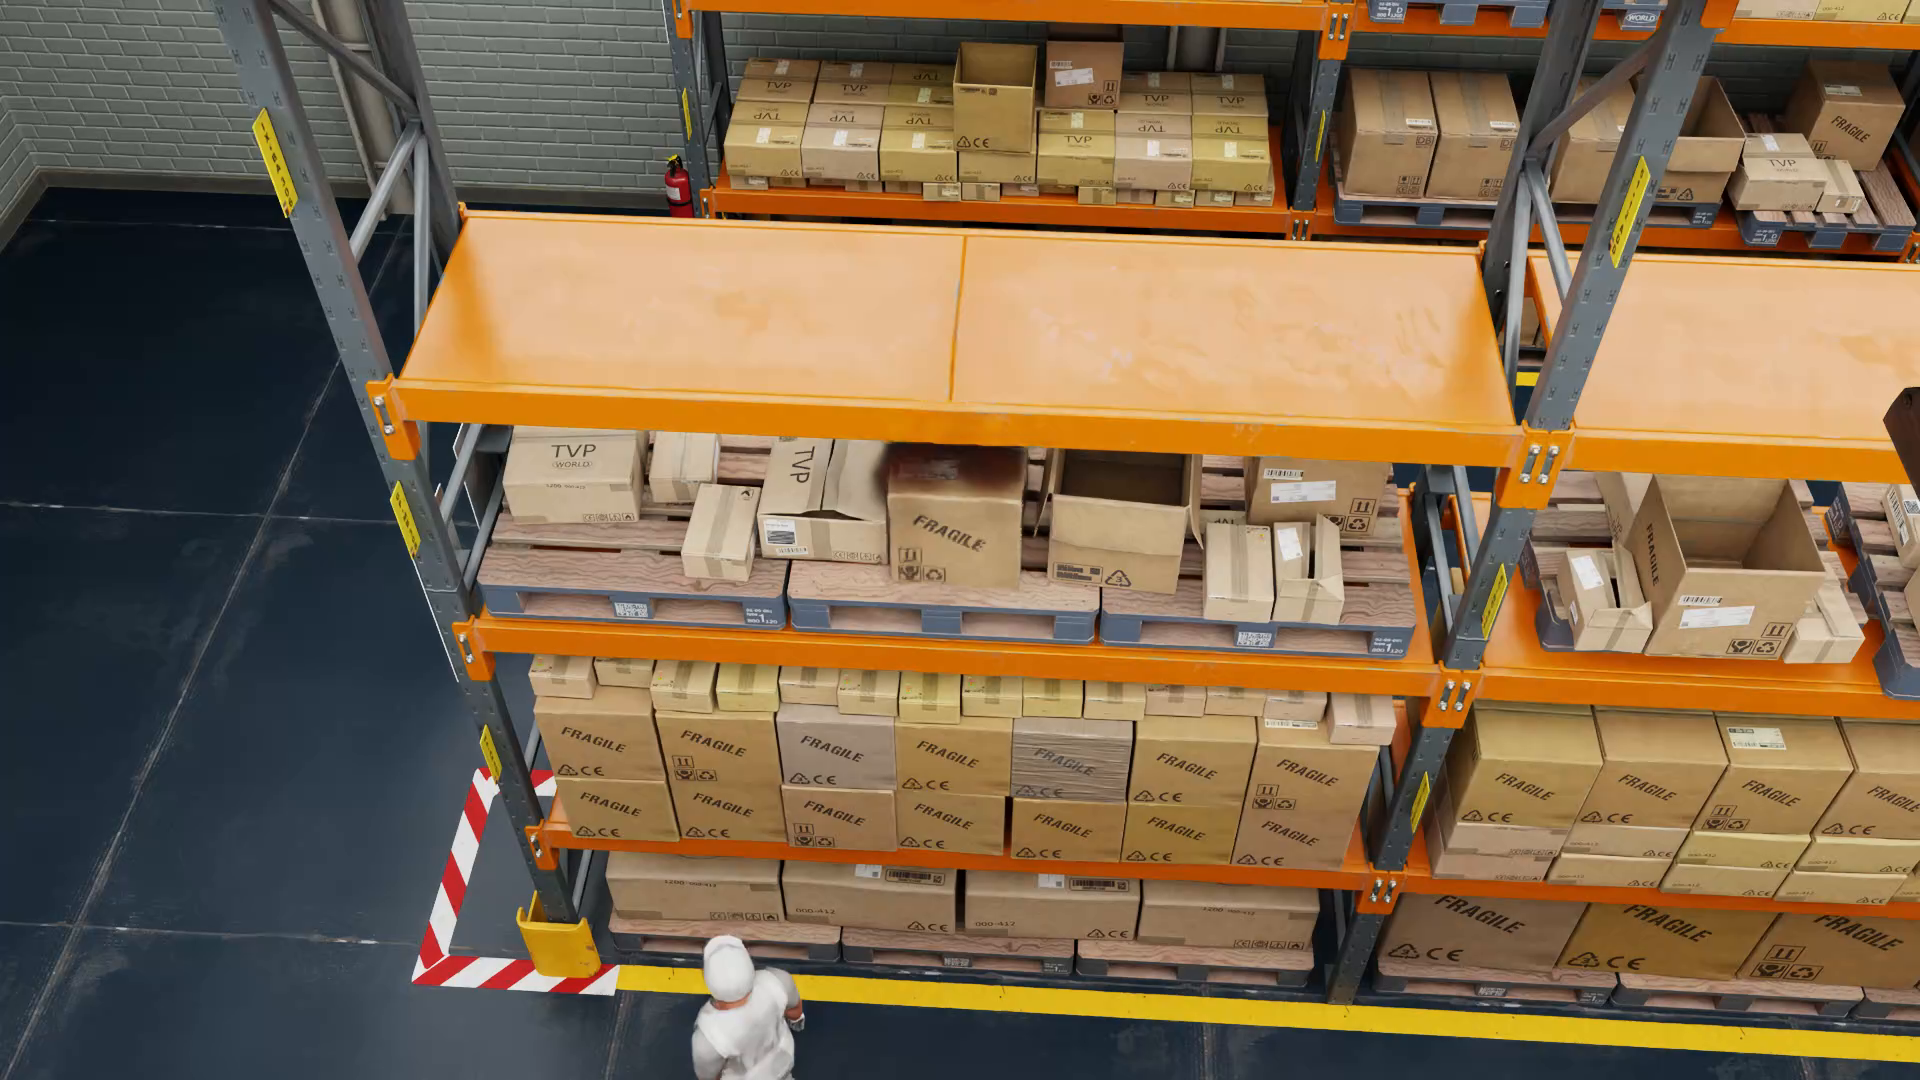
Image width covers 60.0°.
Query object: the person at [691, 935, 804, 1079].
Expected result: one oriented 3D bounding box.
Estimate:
[{"bbox_3d":[-0.948,2.252,7.307,0.438,1.793,0.621,35,57,27],"label":"person"}]
